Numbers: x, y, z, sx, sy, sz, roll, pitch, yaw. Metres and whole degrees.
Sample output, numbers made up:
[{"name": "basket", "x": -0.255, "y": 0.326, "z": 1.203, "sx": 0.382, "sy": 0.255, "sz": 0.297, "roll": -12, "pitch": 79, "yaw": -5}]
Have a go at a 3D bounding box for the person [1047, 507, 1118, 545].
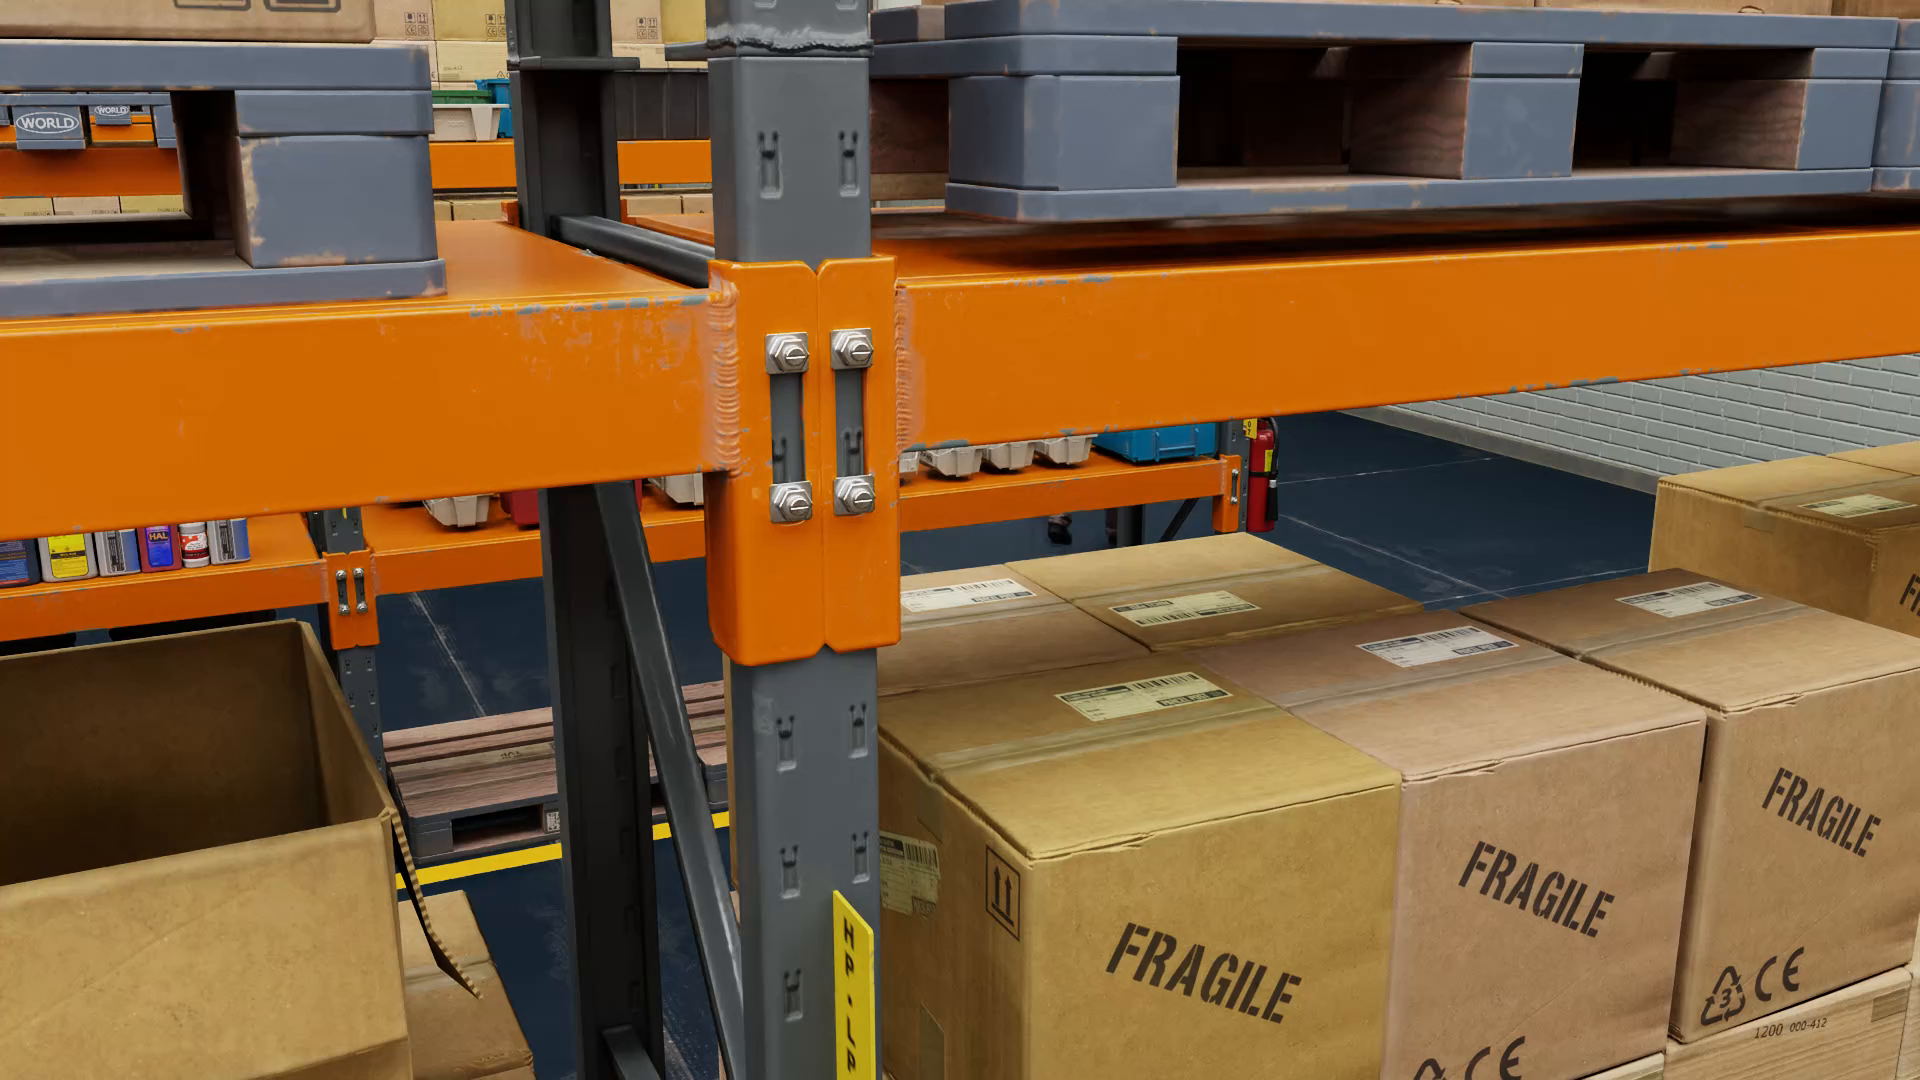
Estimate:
[{"name": "person", "x": 0.878, "y": -0.760, "z": 10.996, "sx": 0.536, "sy": 1.685, "sz": 0.920, "roll": 8, "pitch": 17, "yaw": 28}]
